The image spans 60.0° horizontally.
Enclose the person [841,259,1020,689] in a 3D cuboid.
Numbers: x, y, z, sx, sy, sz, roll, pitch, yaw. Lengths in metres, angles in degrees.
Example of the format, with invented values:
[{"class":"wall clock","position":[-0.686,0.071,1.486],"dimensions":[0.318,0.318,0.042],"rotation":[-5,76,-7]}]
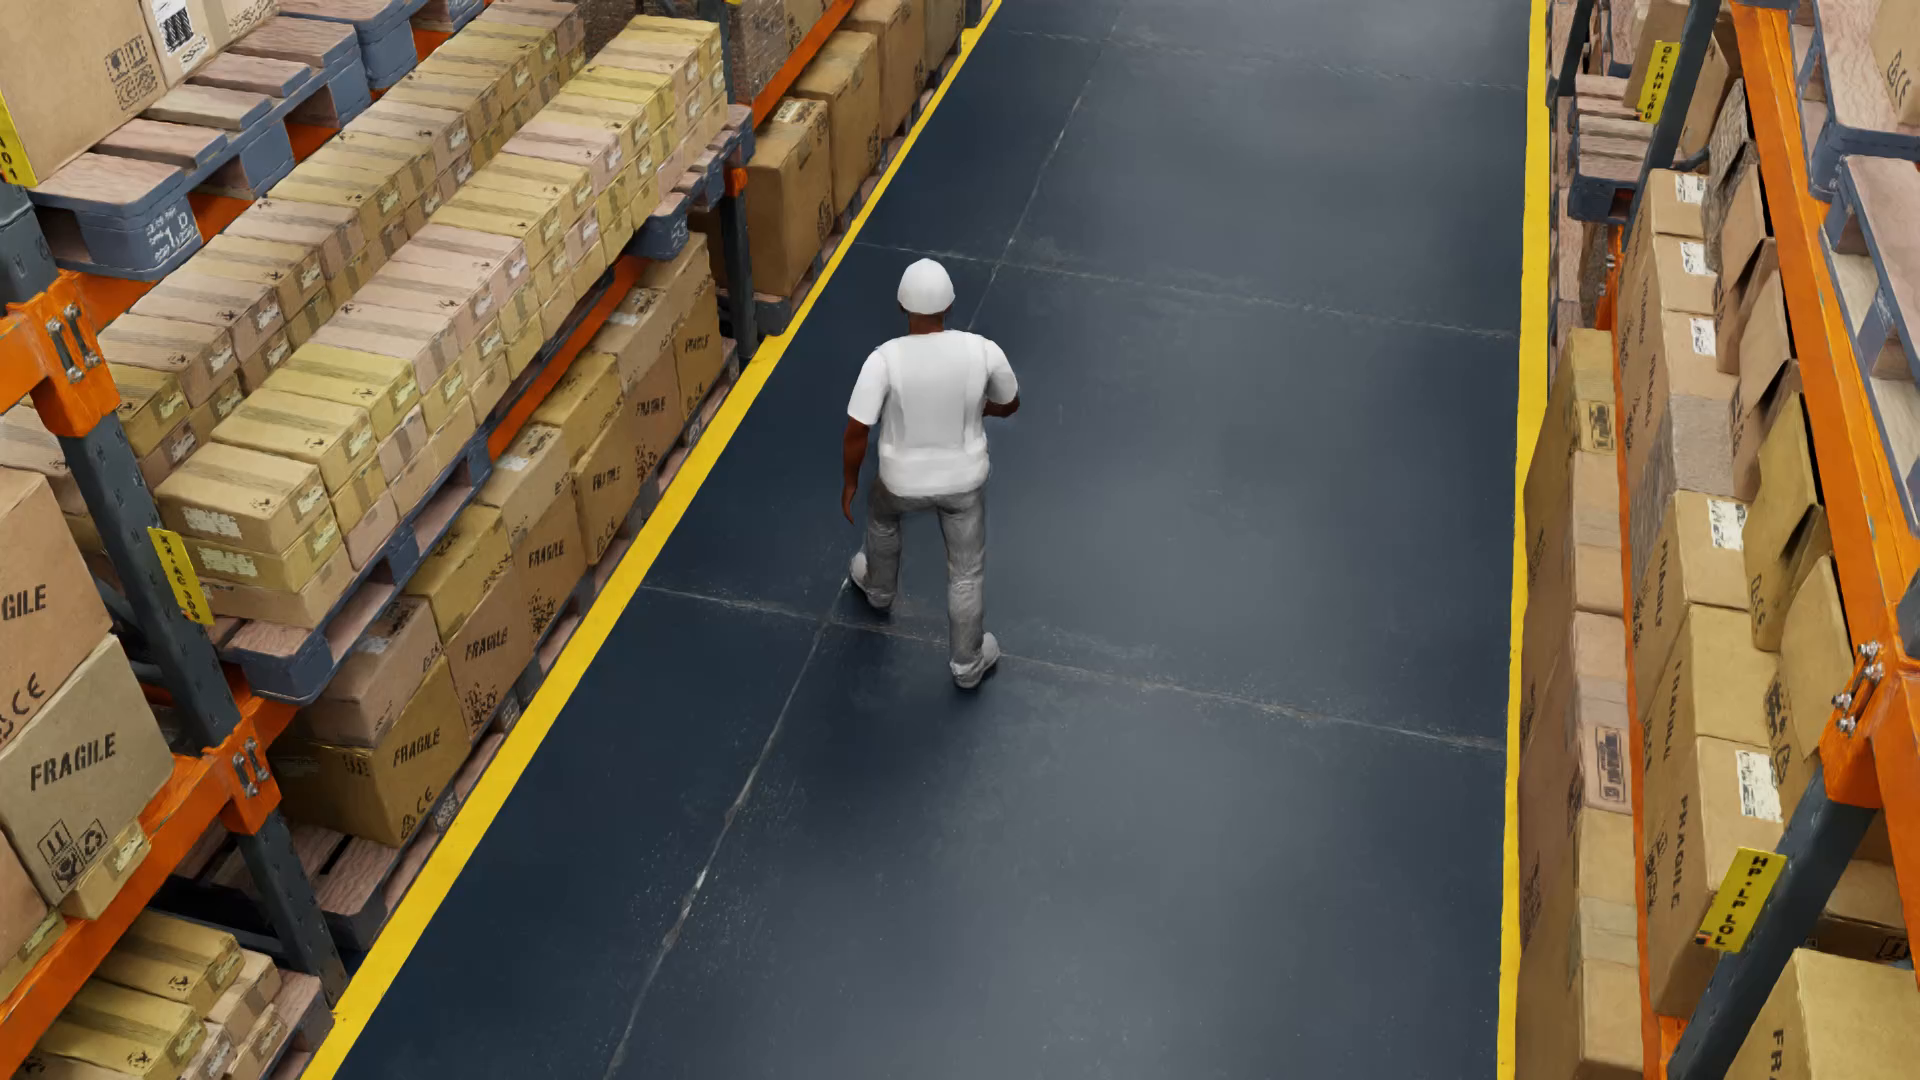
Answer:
[{"class":"person","position":[-0.116,-0.281,6.486],"dimensions":[0.701,1.706,0.789],"rotation":[-2,41,-2]}]
